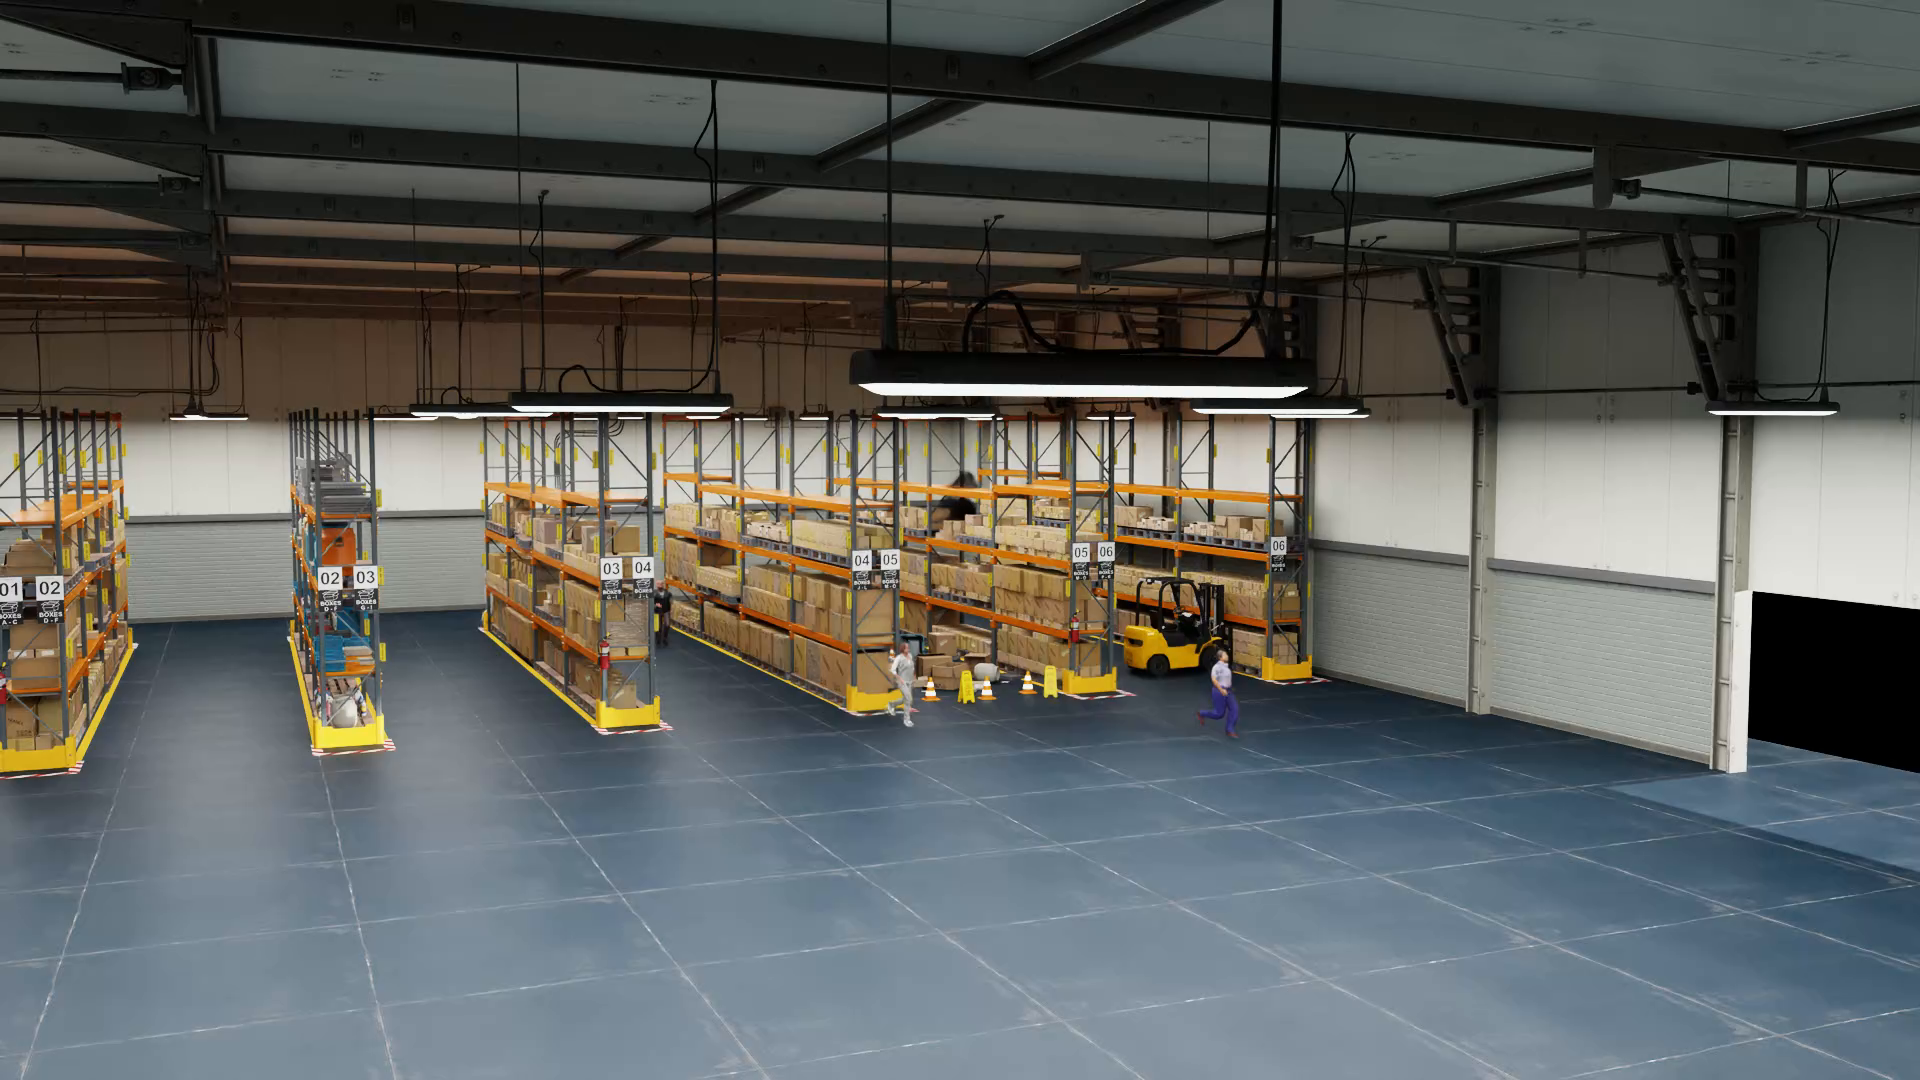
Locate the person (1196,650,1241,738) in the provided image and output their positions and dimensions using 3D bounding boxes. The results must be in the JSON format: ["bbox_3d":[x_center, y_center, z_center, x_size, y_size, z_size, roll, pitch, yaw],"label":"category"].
[{"bbox_3d":[4.754,2.821,30.435,0.809,1.607,0.605,2,5,32],"label":"person"}]

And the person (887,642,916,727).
[{"bbox_3d":[-1.126,2.769,31.647,0.700,1.508,0.539,3,5,39],"label":"person"}]

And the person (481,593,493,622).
[{"bbox_3d":[-13.104,1.544,47.051,0.907,1.801,0.674,-2,4,-22],"label":"person"}]

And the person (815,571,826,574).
[{"bbox_3d":[-4.138,1.273,51.270,0.684,1.760,0.722,0,4,-4],"label":"person"}]

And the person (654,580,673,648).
[{"bbox_3d":[-7.659,1.892,42.707,0.661,1.745,0.707,-1,4,-17],"label":"person"}]
